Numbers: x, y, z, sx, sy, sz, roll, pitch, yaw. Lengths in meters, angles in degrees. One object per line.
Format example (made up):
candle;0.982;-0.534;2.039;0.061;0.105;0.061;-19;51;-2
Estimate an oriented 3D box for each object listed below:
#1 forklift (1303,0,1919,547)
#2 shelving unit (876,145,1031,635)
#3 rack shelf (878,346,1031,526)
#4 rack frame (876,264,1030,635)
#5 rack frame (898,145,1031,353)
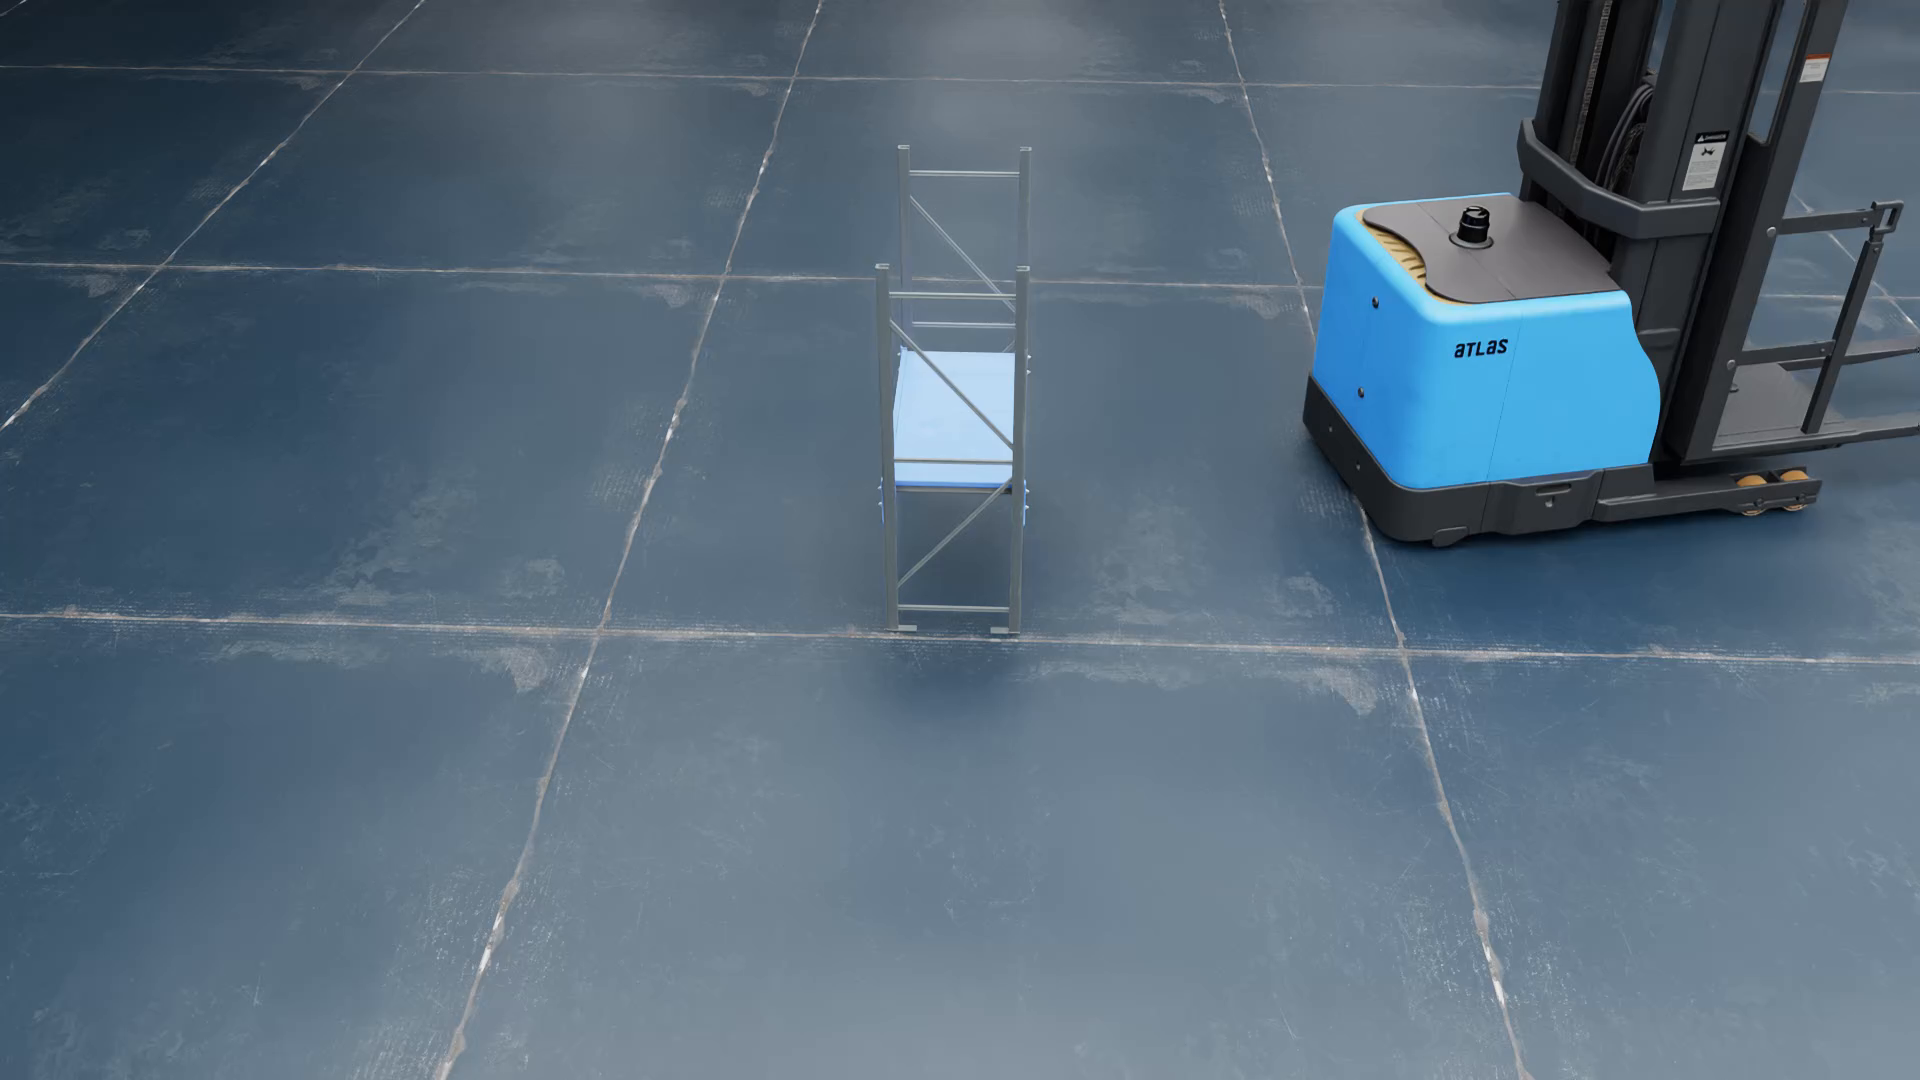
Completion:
forklift;3.090;-1.591;6.464;3.031;2.935;1.130;-7;36;-9
shelving unit;-0.003;-0.565;6.249;0.538;1.500;1.048;1;35;2
rack shelf;-0.003;-0.417;6.352;0.538;0.185;1.000;1;35;2
rack frame;-0.024;-0.273;5.833;0.500;1.500;0.032;1;35;2
rack frame;0.017;-0.857;6.665;0.500;1.500;0.032;1;35;2
